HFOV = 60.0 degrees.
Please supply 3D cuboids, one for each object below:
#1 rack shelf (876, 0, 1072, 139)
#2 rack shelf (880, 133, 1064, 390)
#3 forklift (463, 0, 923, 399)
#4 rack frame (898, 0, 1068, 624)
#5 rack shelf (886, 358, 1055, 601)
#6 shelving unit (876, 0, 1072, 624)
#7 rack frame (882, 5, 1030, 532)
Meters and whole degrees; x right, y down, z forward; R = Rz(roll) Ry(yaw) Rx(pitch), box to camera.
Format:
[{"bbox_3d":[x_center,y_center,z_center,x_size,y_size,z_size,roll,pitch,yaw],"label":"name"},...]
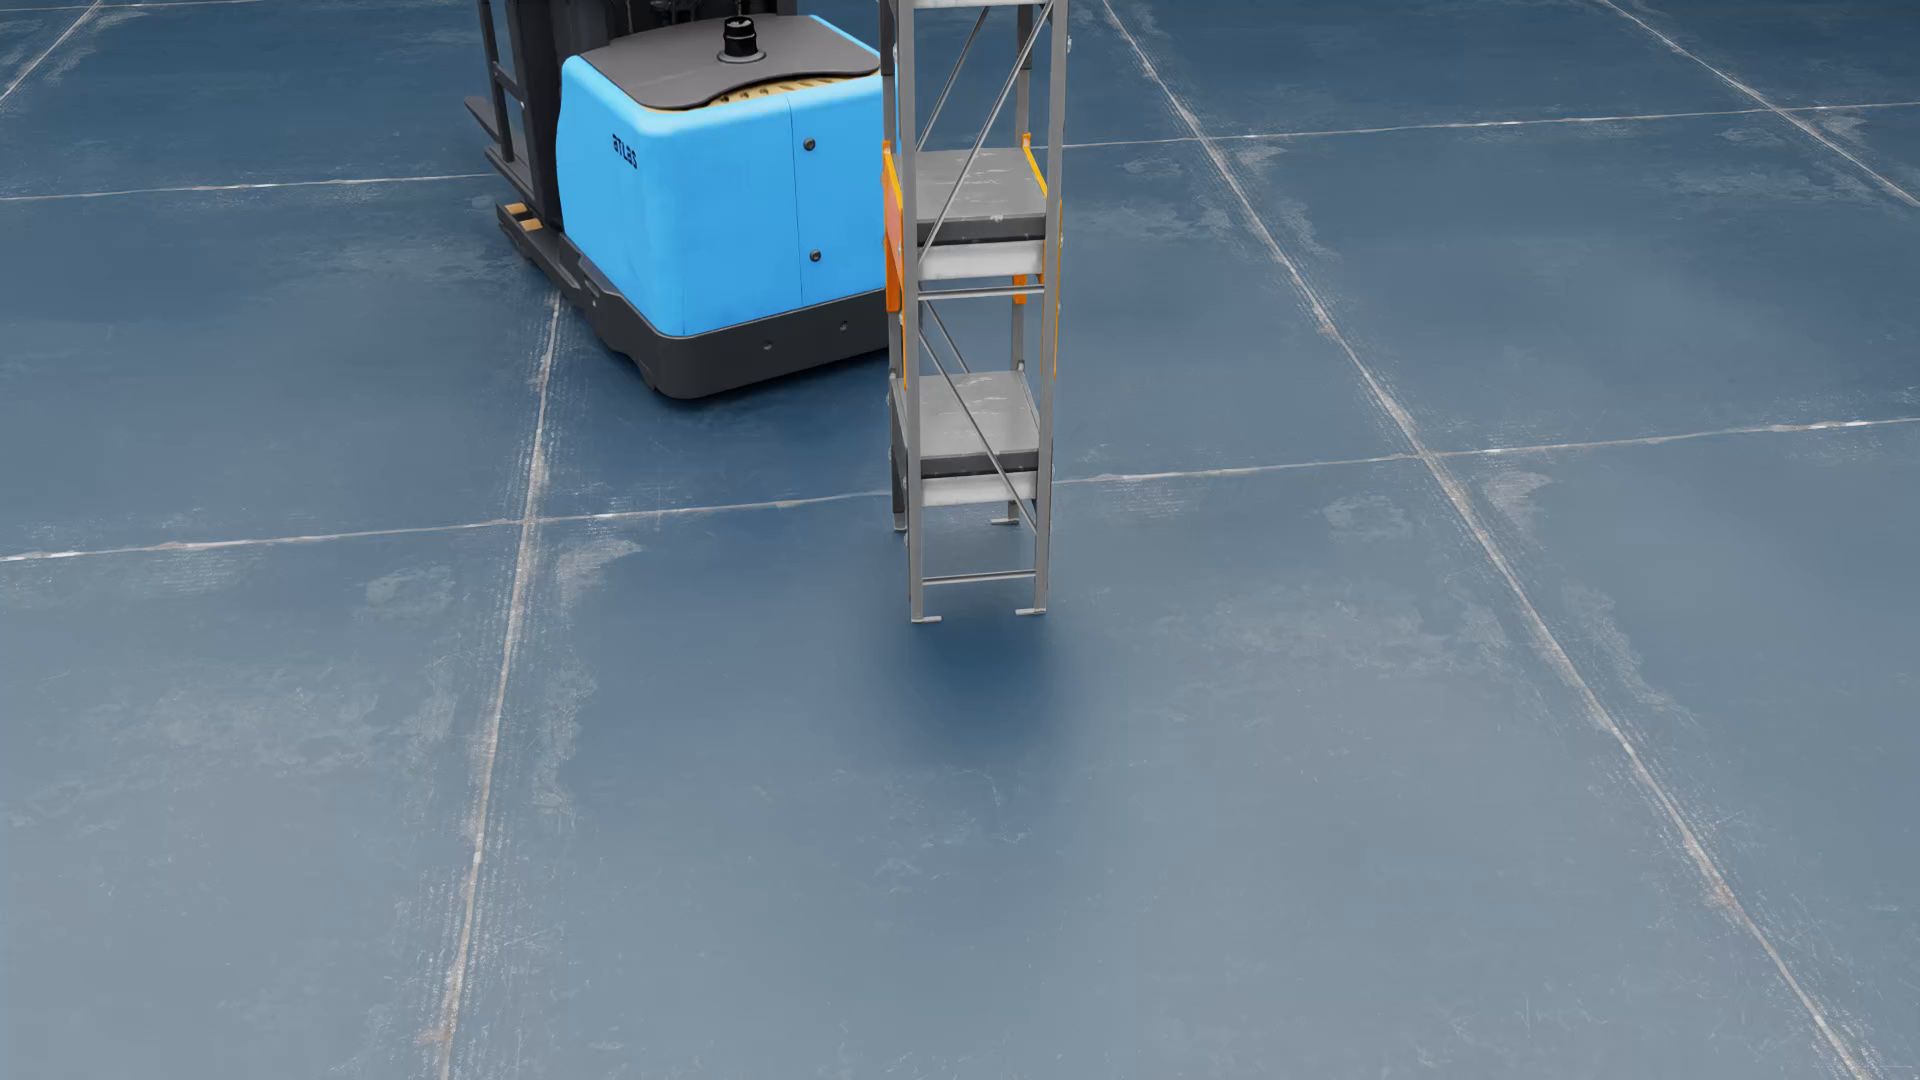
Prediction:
[{"bbox_3d":[0.022,-1.342,4.137,0.431,0.518,0.480,-4,35,-6],"label":"rack shelf"},{"bbox_3d":[0.022,-0.764,4.531,0.431,0.518,0.480,-4,35,-6],"label":"rack shelf"},{"bbox_3d":[-1.320,-2.509,6.329,1.130,2.935,3.031,-18,38,-25],"label":"forklift"},{"bbox_3d":[0.055,-0.639,4.323,0.400,2.100,0.015,-4,35,-6],"label":"rack frame"},{"bbox_3d":[0.022,-0.186,4.925,0.431,0.518,0.480,-4,35,-6],"label":"rack shelf"},{"bbox_3d":[0.022,-0.775,4.523,0.431,2.100,0.503,-4,35,-6],"label":"shelving unit"},{"bbox_3d":[-0.011,-0.911,4.723,0.400,2.100,0.015,-4,35,-6],"label":"rack frame"}]
